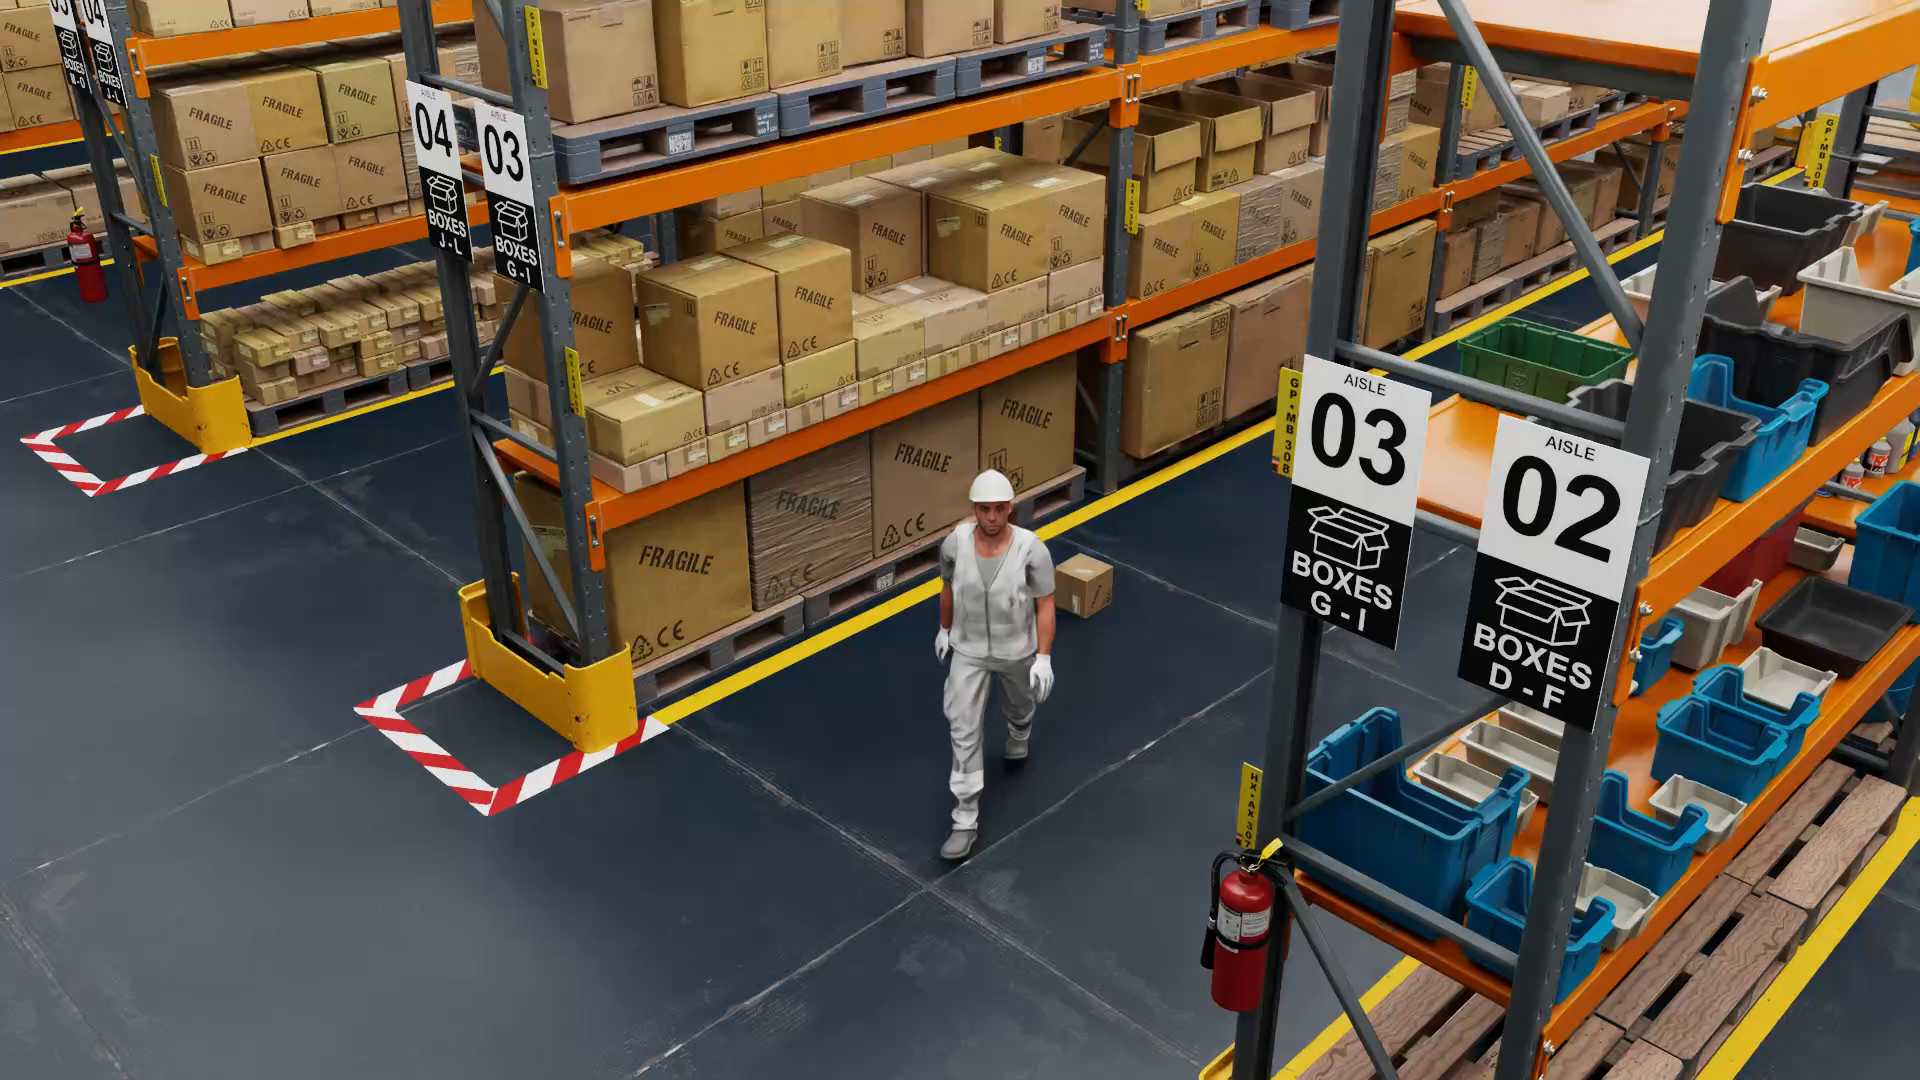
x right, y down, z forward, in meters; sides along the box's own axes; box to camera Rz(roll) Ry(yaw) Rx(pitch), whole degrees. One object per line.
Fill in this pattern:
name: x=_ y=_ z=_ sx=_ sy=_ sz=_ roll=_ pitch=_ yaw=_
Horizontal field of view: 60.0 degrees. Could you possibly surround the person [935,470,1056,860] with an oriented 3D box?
person: x=0.150 y=0.508 z=7.633 sx=0.584 sy=1.737 sz=1.099 roll=3 pitch=28 yaw=6
